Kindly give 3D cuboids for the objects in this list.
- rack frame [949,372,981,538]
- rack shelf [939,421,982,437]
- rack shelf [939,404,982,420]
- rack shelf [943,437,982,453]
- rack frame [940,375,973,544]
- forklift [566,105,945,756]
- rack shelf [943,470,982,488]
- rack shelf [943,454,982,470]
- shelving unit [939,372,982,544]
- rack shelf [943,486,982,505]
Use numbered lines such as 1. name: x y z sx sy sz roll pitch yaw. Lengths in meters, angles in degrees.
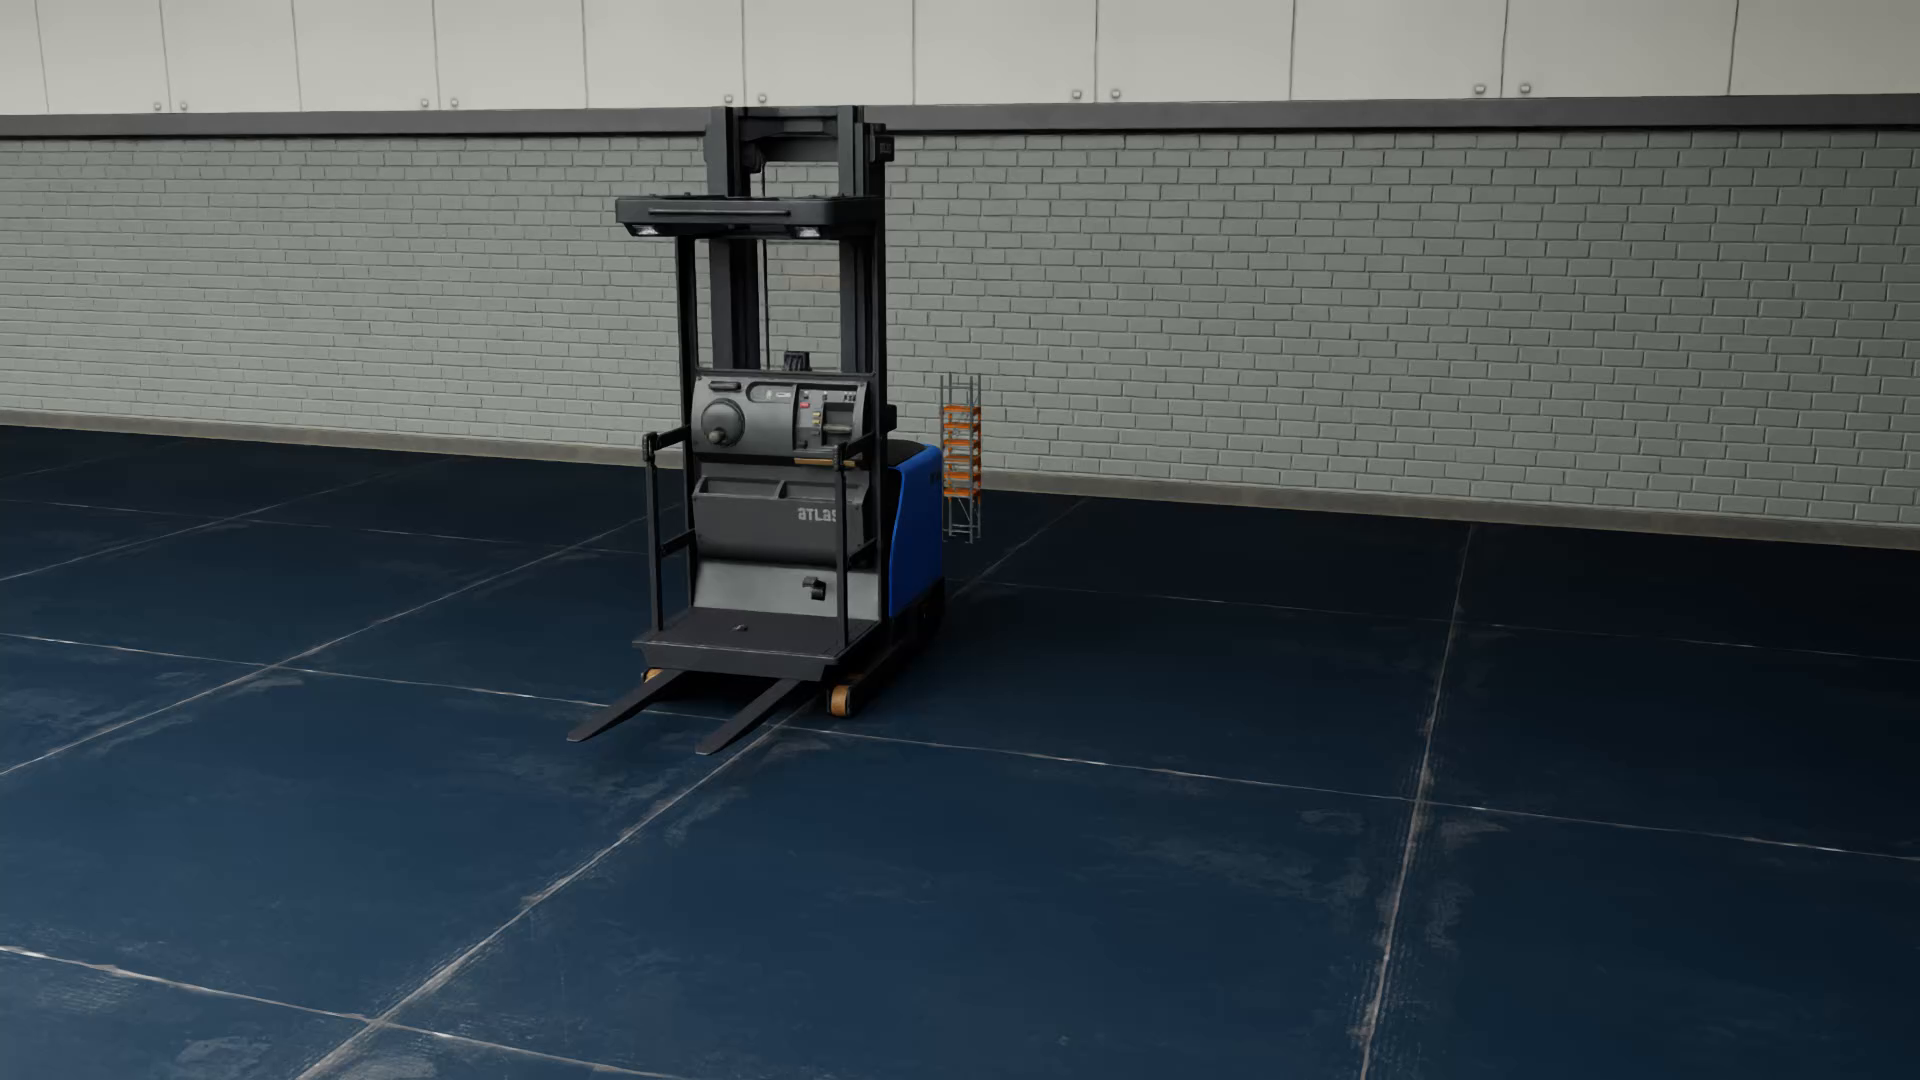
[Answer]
1. rack frame: 0.034 -0.607 11.952 0.240 1.200 0.006 4 14 18
2. rack shelf: 0.005 -0.779 11.824 0.258 0.103 0.180 4 14 18
3. rack shelf: 0.005 -0.896 11.798 0.258 0.103 0.180 4 14 18
4. rack shelf: 0.005 -0.662 11.851 0.258 0.103 0.180 4 14 18
5. rack frame: -0.025 -0.569 11.783 0.240 1.200 0.006 4 14 18
6. forklift: -0.976 -0.651 8.253 1.130 2.935 3.031 4 13 15
7. rack shelf: 0.005 -0.428 11.904 0.258 0.103 0.180 4 14 18
8. rack shelf: 0.005 -0.545 11.878 0.258 0.103 0.180 4 14 18
9. shelving unit: 0.005 -0.588 11.868 0.258 1.200 0.189 4 14 18
10. rack shelf: 0.005 -0.311 11.931 0.258 0.103 0.180 4 14 18
